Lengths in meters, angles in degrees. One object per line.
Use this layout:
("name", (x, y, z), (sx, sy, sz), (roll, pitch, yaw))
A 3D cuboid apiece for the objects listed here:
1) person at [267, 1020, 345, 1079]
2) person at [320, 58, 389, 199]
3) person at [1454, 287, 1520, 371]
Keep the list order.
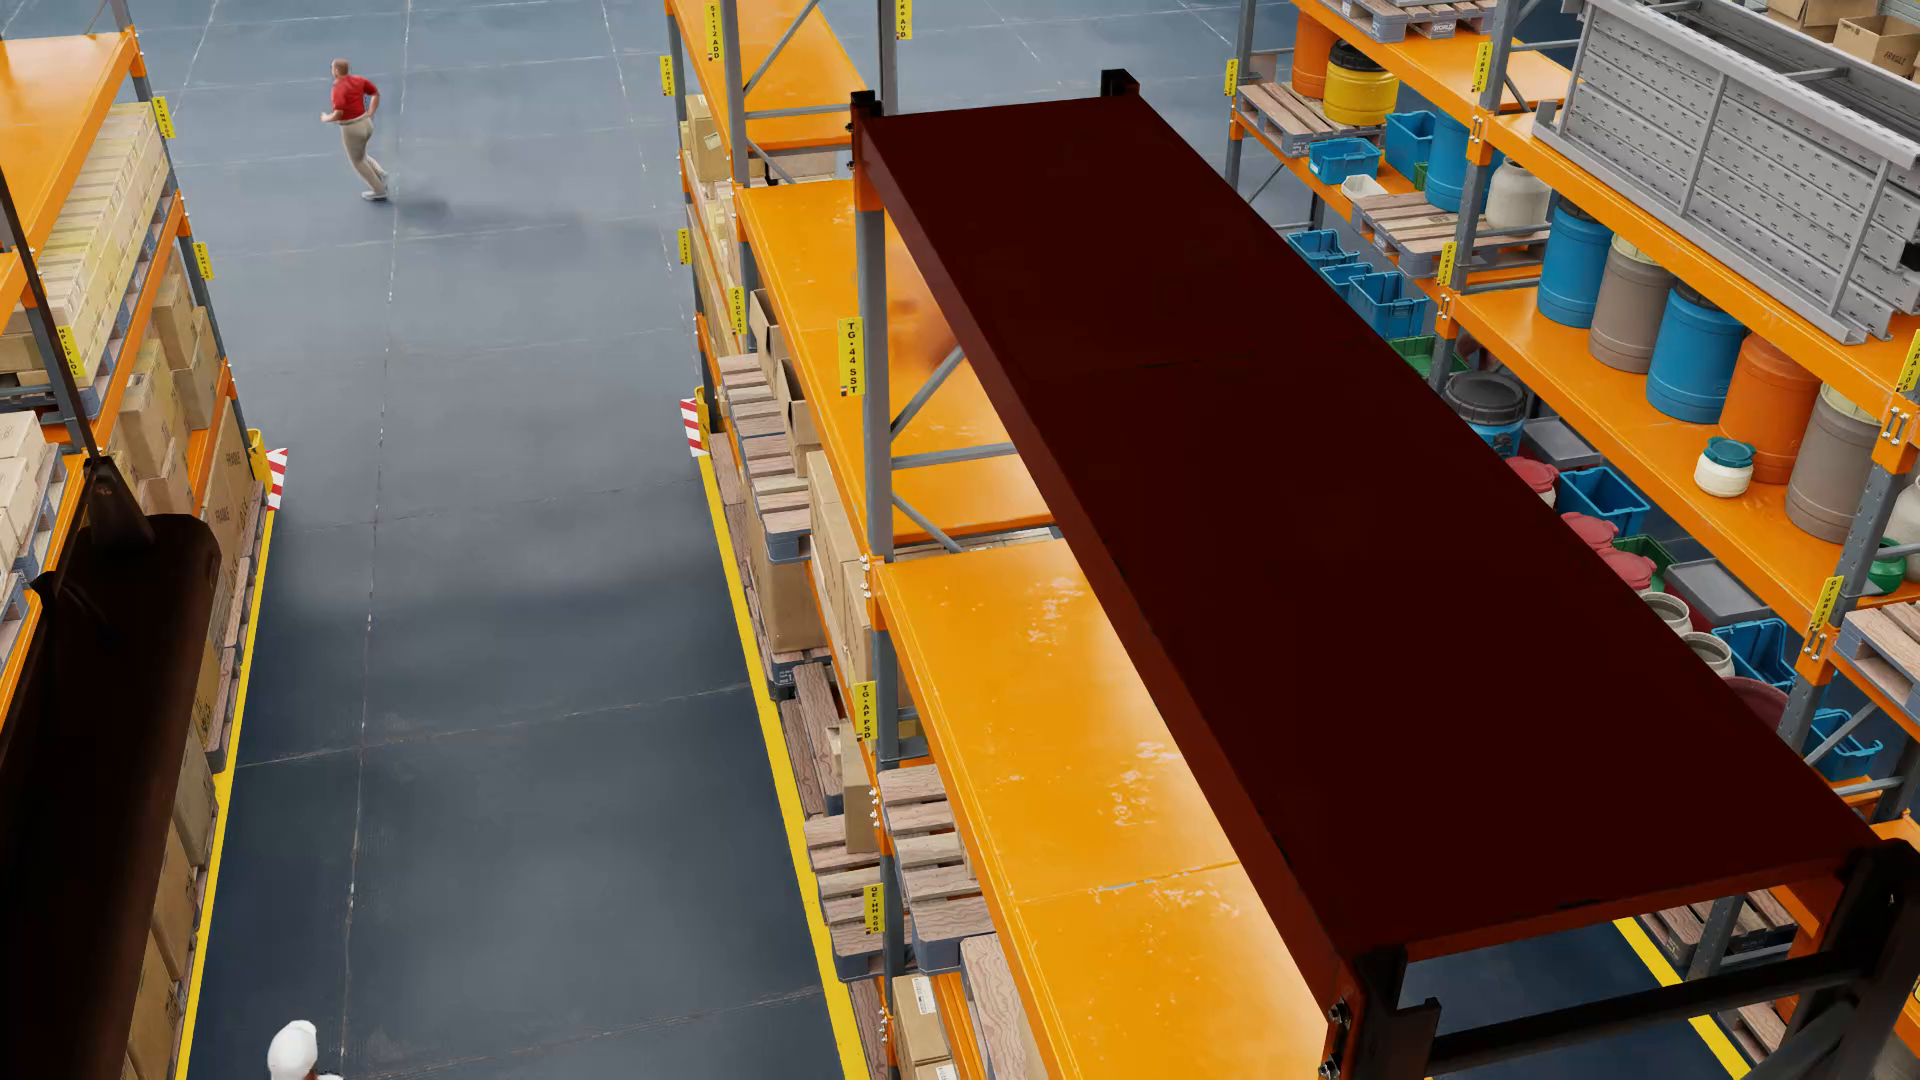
("person", (-2.950, 2.955, 7.742), (0.680, 1.850, 0.763), (-7, 35, -10))
("person", (-7.213, -4.872, 19.703), (0.605, 1.694, 0.668), (8, 35, 11))
("person", (4.845, -1.860, 15.336), (0.558, 1.705, 0.670), (-7, 35, -10))
